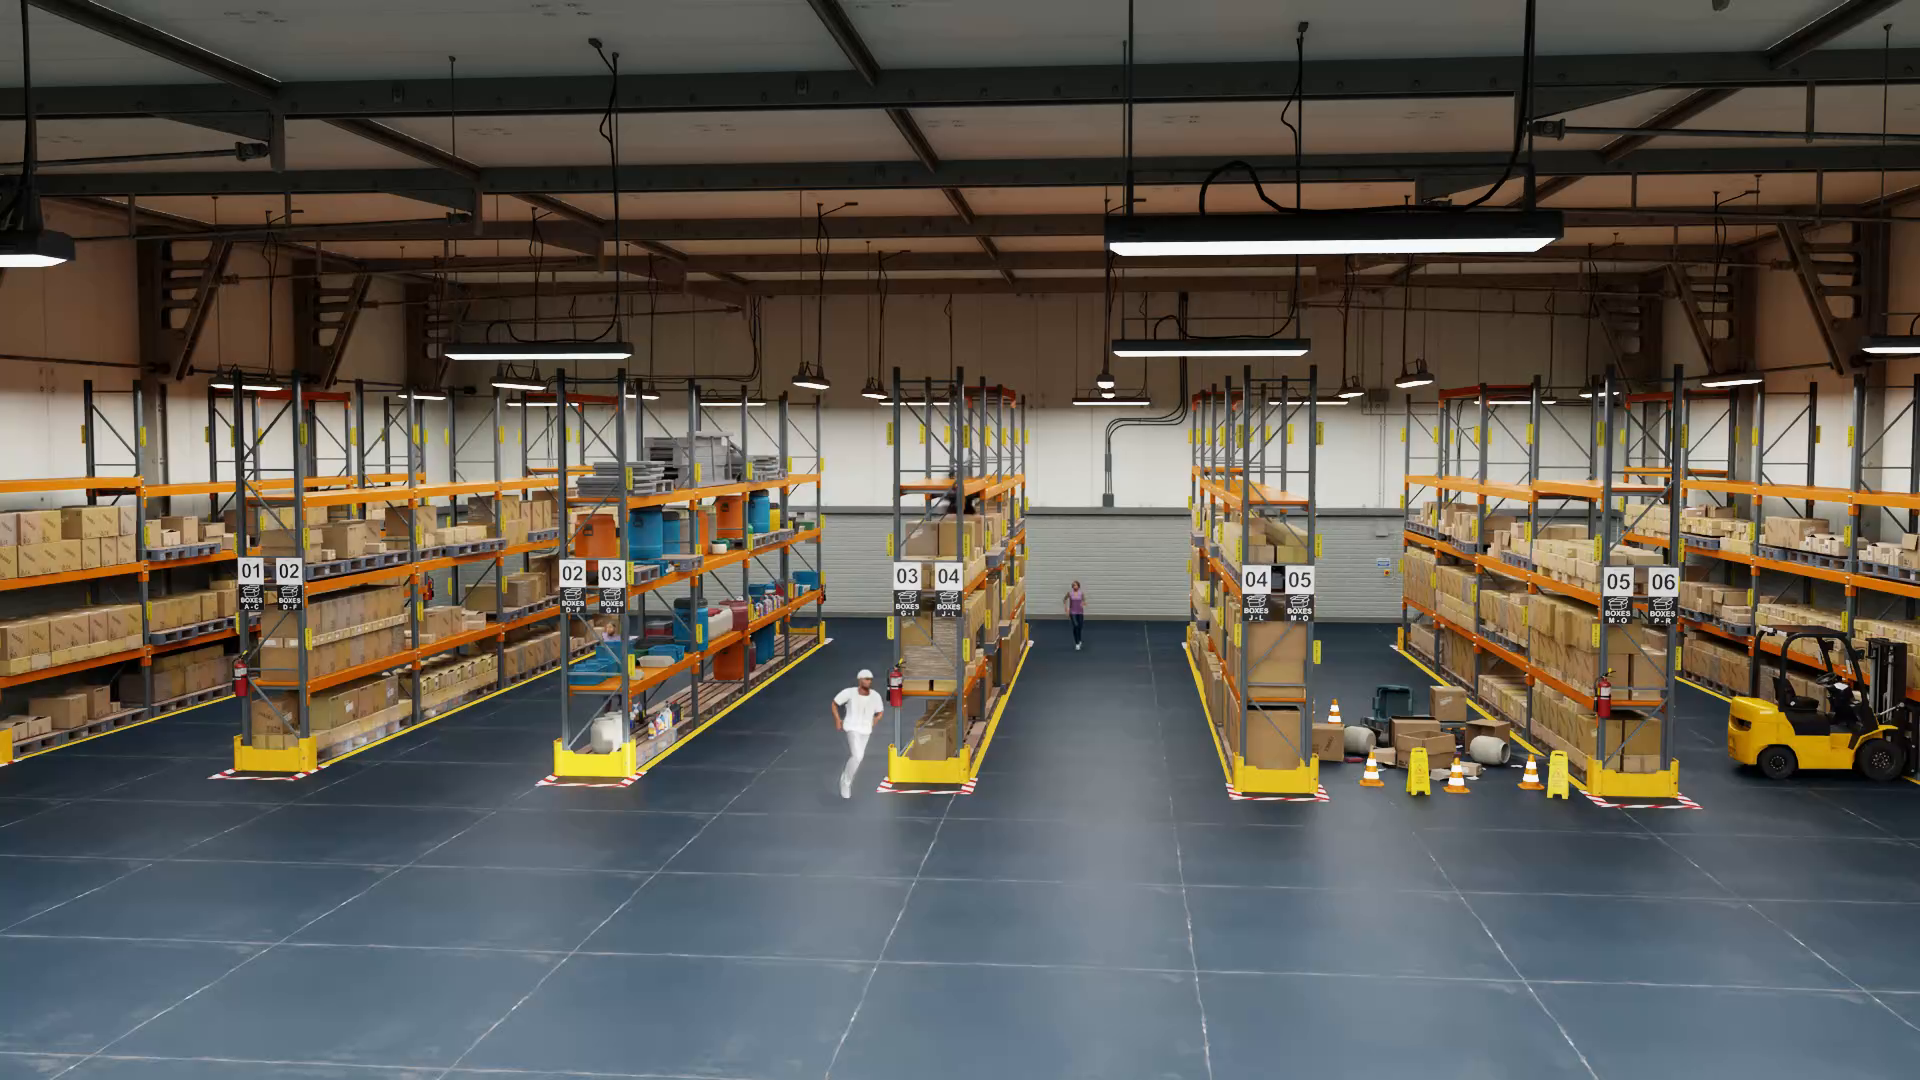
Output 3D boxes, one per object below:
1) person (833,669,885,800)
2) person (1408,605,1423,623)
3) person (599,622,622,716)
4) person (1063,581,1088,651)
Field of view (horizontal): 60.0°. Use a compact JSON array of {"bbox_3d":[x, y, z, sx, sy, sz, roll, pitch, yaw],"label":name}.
[{"bbox_3d":[-1.380,2.701,23.236,0.698,1.795,0.695,-2,4,-33],"label":"person"},{"bbox_3d":[11.163,1.699,40.229,0.670,1.643,0.607,2,4,33],"label":"person"},{"bbox_3d":[-6.321,2.313,30.258,0.627,1.684,0.908,1,4,11],"label":"person"},{"bbox_3d":[2.735,1.765,39.224,0.544,1.619,0.774,0,4,-7],"label":"person"}]
